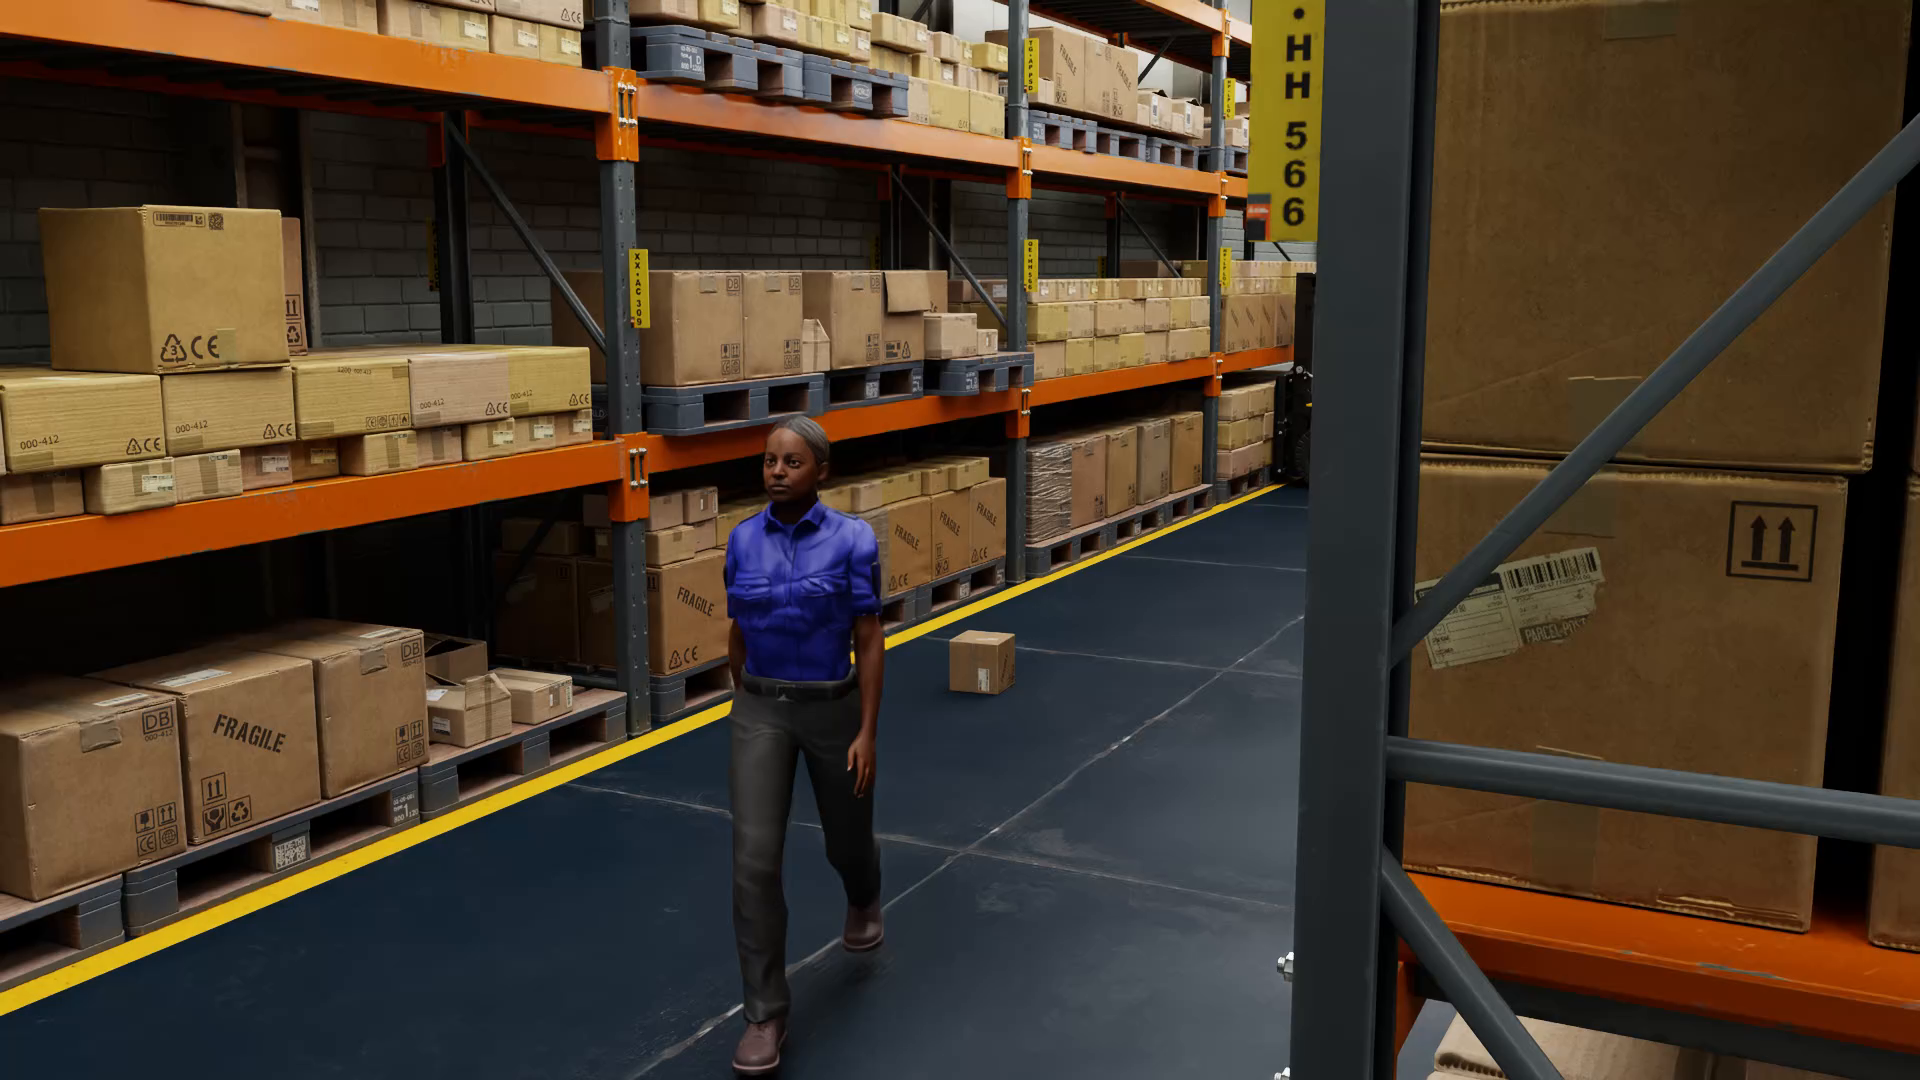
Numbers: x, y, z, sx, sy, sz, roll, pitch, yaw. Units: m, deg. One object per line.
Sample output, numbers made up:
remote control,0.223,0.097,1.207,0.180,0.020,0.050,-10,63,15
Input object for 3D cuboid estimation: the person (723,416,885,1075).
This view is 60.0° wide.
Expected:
person,-0.409,0.474,4.412,0.441,1.607,0.950,1,9,5
